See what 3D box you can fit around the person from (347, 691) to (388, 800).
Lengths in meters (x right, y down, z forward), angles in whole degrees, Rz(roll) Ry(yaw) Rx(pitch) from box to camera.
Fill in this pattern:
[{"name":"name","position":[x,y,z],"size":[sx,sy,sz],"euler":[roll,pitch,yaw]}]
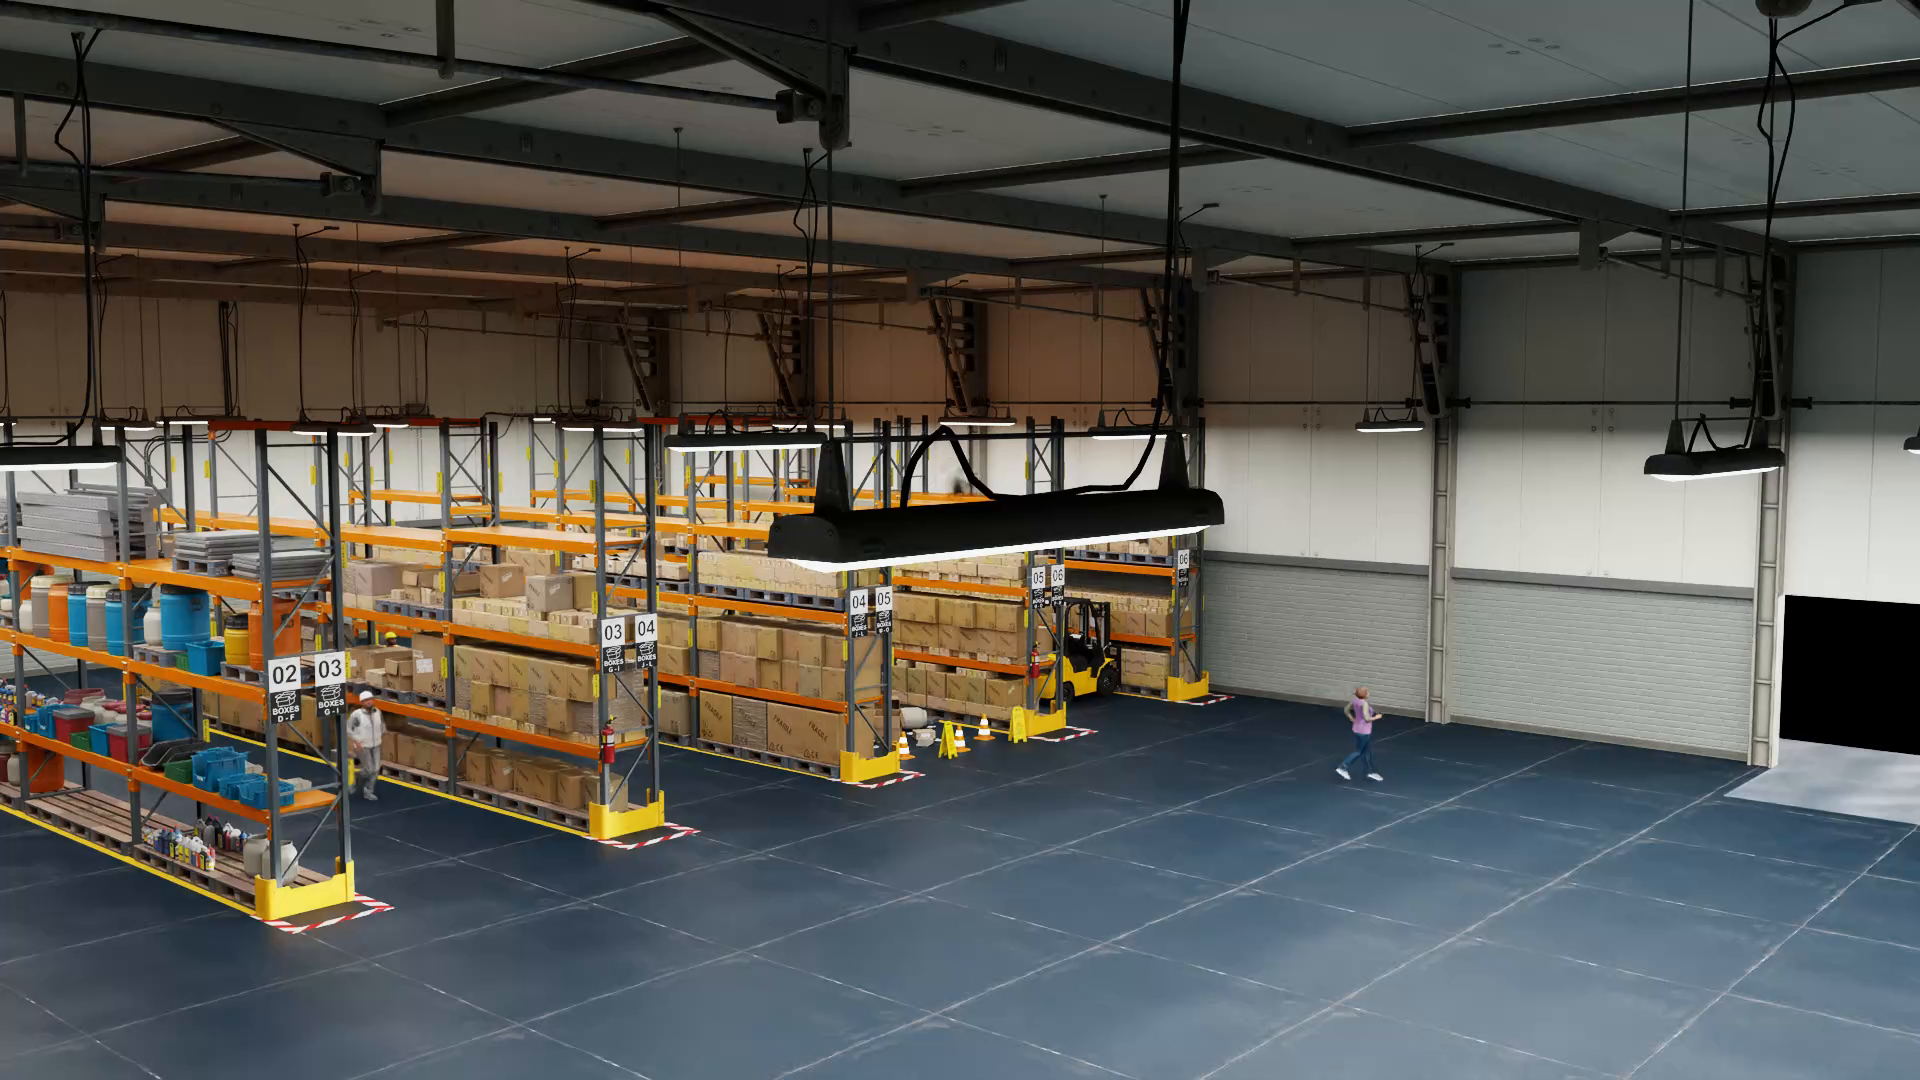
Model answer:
[{"name":"person","position":[-9.436,3.269,26.520],"size":[0.627,1.746,0.656],"euler":[4,6,38]}]

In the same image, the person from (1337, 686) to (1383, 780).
[{"name":"person","position":[6.657,3.261,27.600],"size":[0.838,1.512,0.531],"euler":[-1,5,-6]}]

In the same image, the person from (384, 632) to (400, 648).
[{"name":"person","position":[-11.286,2.695,33.066],"size":[0.968,1.745,0.710],"euler":[3,6,36]}]

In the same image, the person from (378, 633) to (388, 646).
[{"name":"person","position":[-13.773,2.211,39.813],"size":[0.520,1.645,0.615],"euler":[-1,5,-13]}]
